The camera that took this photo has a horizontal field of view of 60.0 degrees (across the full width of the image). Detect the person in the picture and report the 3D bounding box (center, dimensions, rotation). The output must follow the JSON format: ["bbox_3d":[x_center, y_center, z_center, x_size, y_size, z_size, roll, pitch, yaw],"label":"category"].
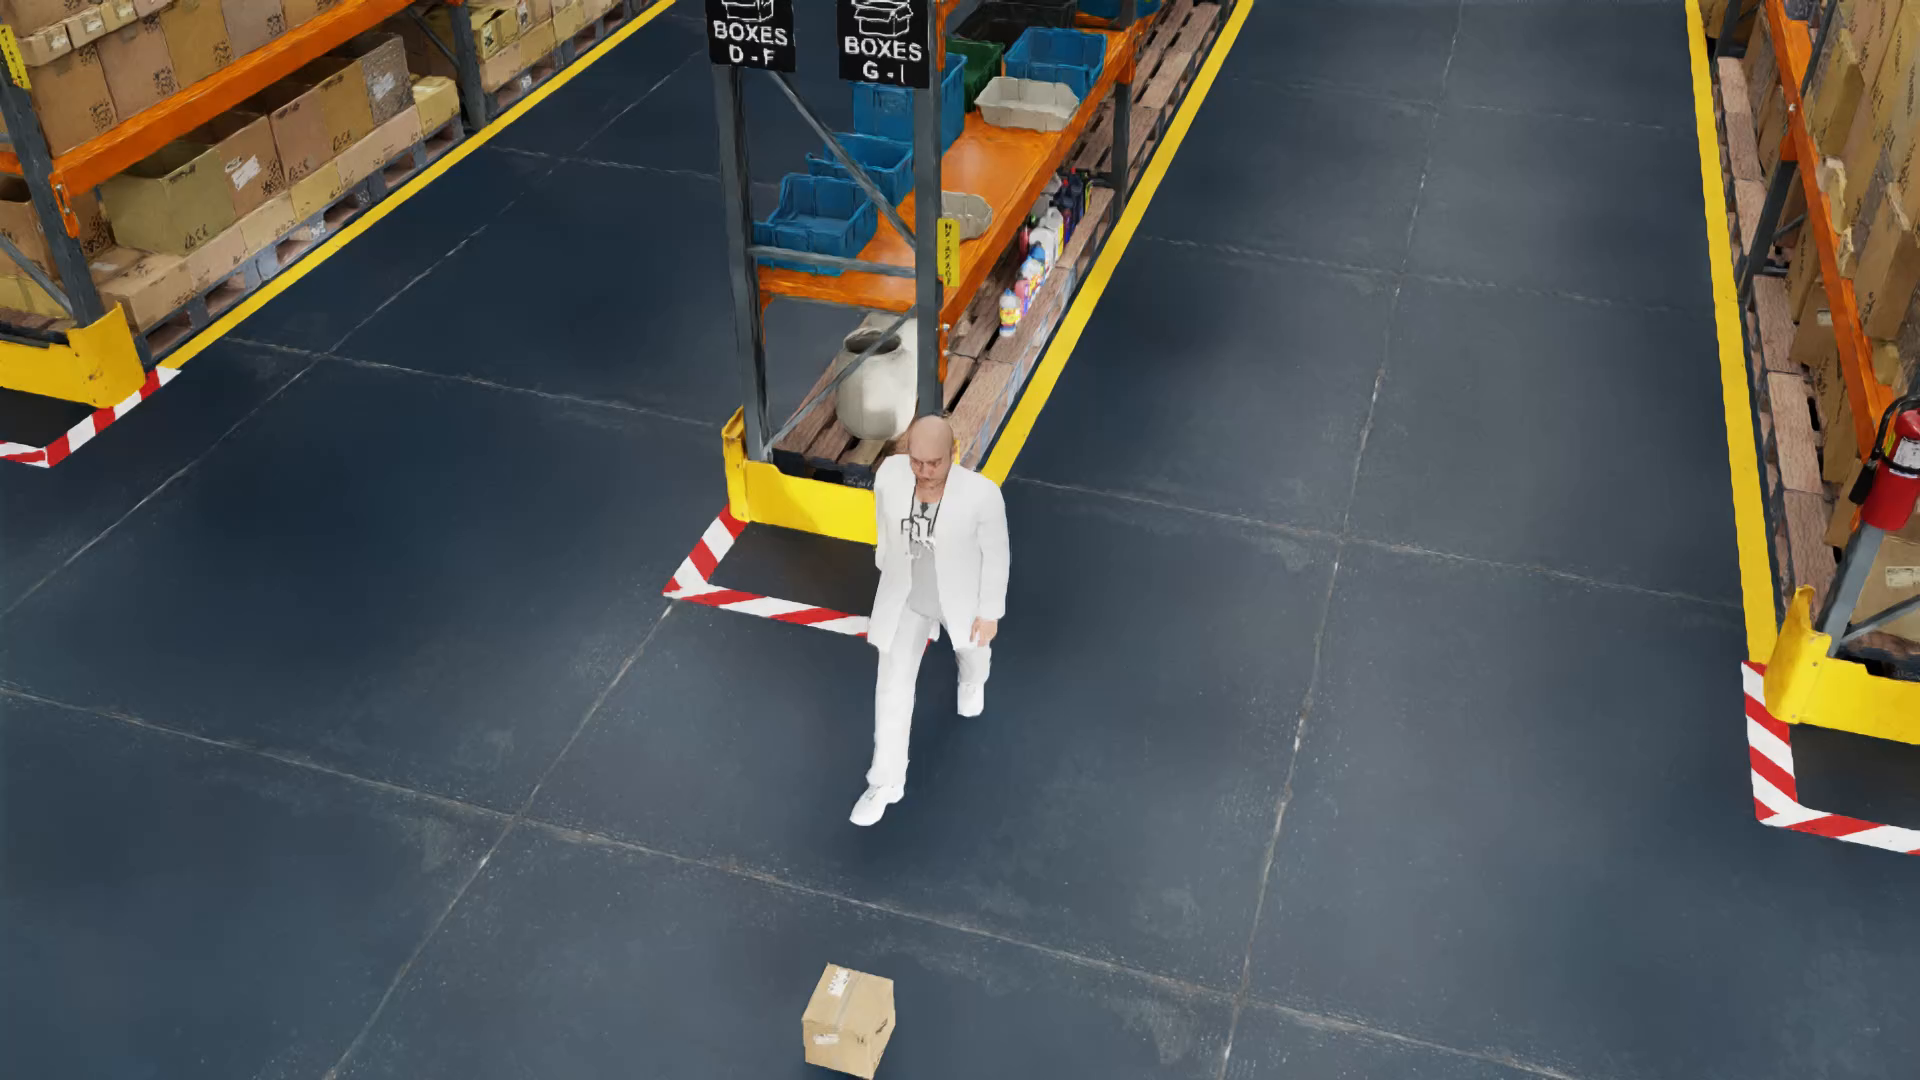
[{"bbox_3d":[-0.103,0.230,6.606,0.595,1.699,1.177,9,38,12],"label":"person"}]
